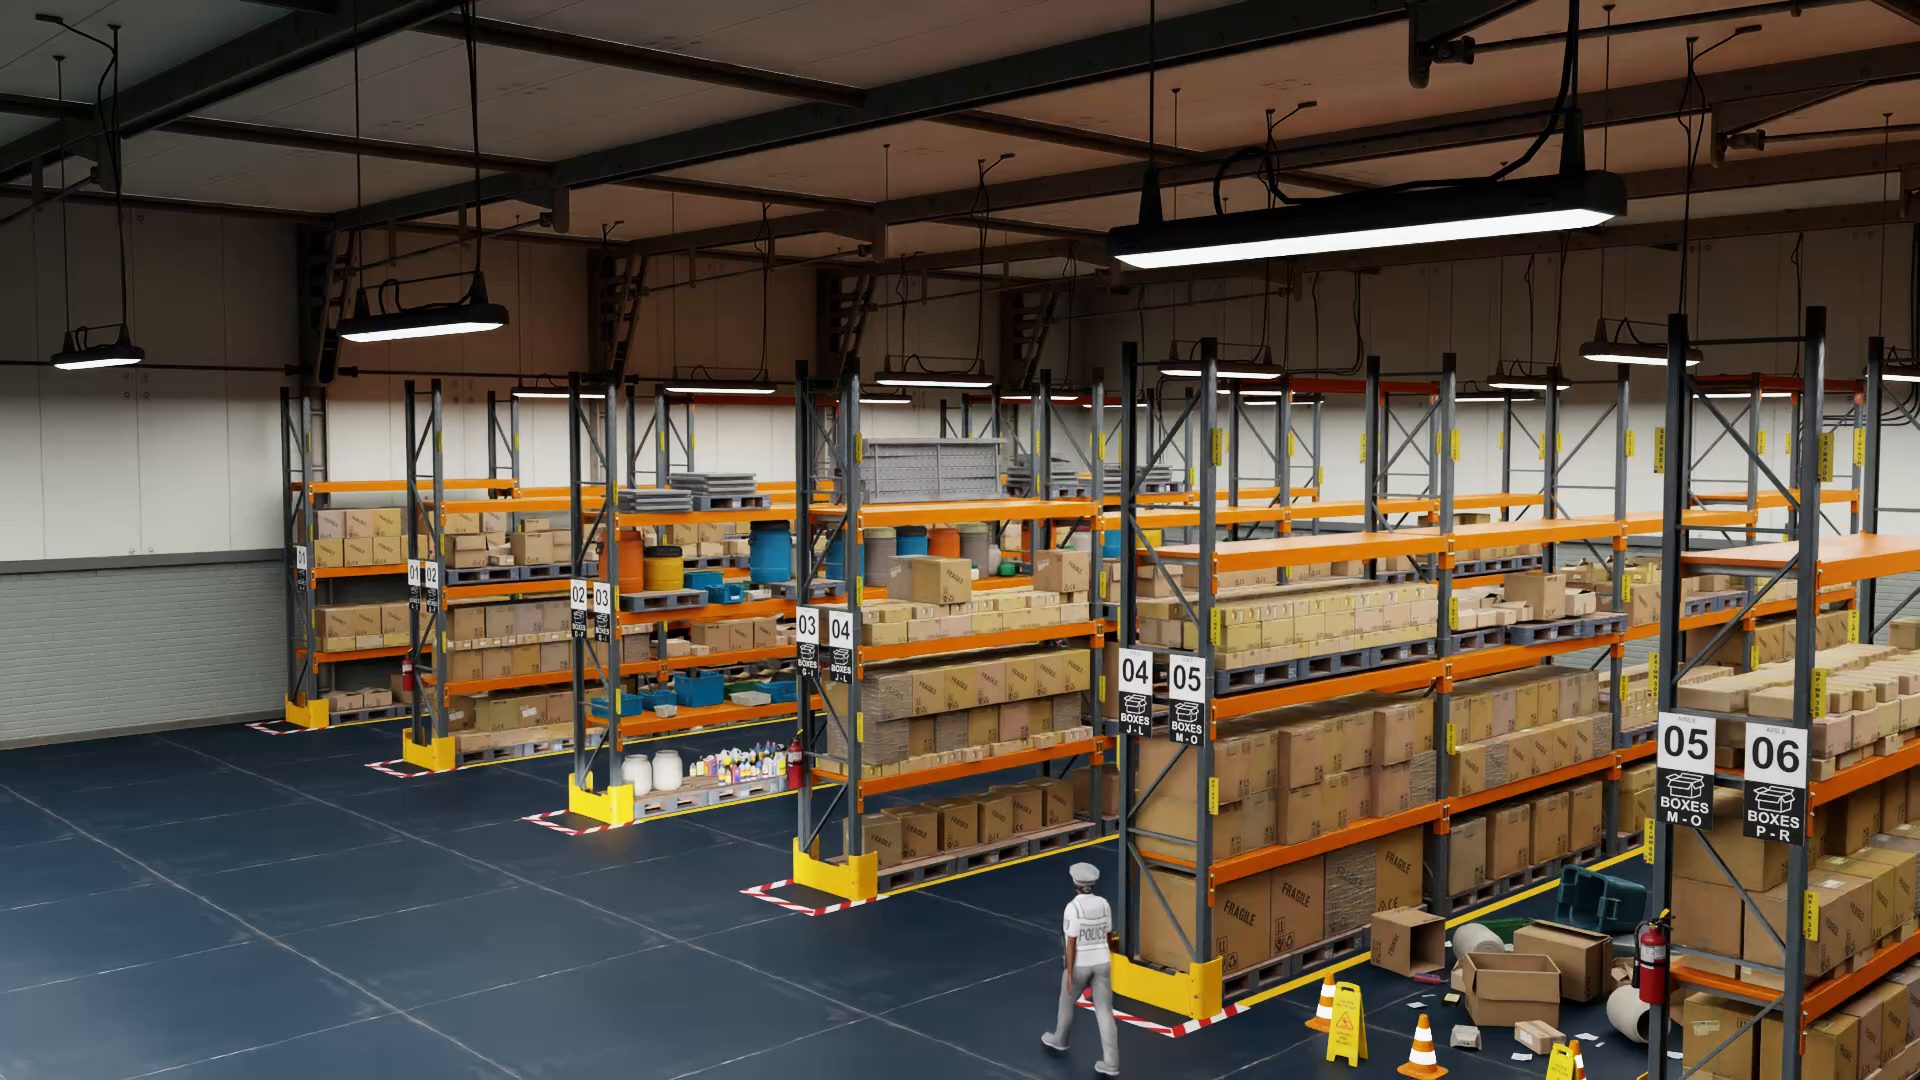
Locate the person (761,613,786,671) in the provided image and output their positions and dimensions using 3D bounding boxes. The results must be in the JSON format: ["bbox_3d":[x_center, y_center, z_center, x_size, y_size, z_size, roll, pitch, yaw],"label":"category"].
[{"bbox_3d":[-3.623,2.260,32.482,0.788,1.671,0.659,-3,5,-42],"label":"person"}]

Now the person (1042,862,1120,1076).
[{"bbox_3d":[1.026,3.457,13.609,0.492,1.610,1.002,-2,4,-22],"label":"person"}]
